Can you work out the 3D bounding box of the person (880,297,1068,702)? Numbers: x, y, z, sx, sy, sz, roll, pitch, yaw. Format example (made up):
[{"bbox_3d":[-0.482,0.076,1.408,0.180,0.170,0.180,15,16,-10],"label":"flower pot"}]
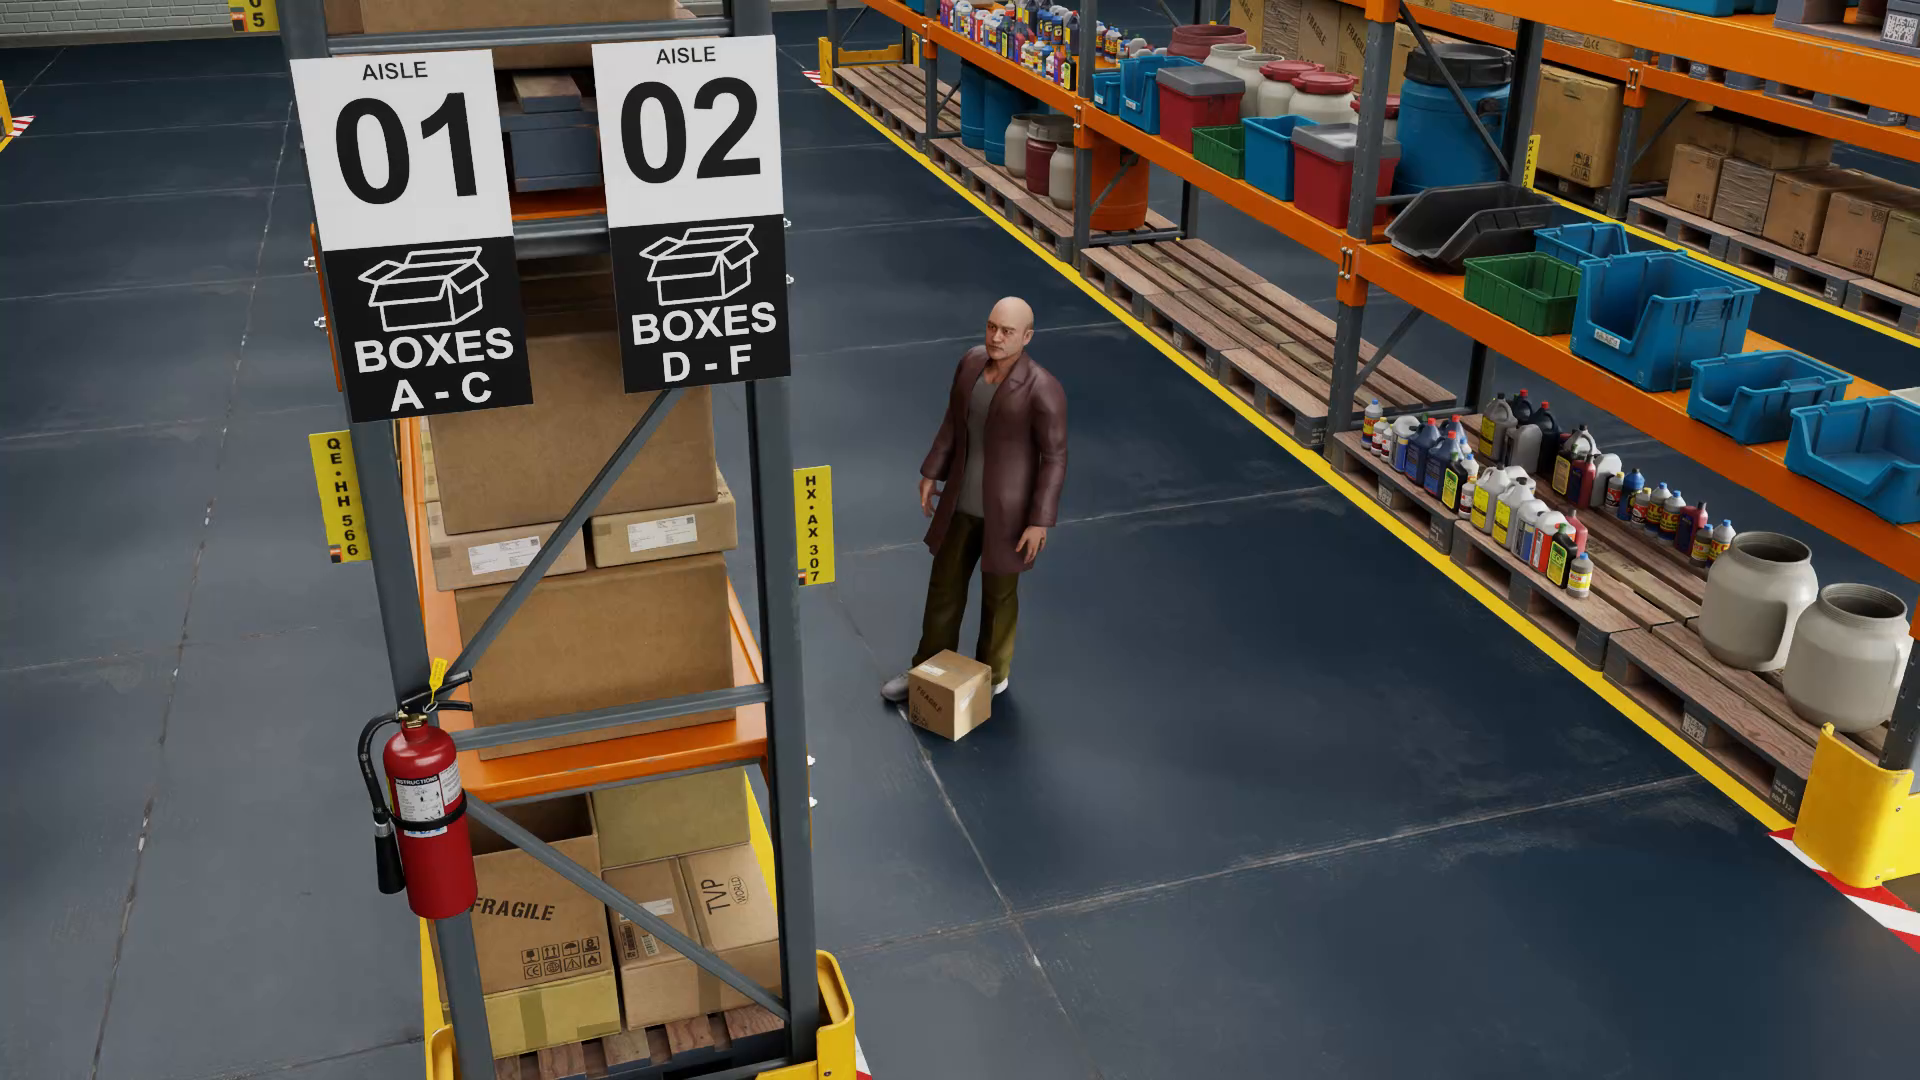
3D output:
[{"bbox_3d":[0.065,-0.113,6.839,0.697,1.776,0.582,20,33,35],"label":"person"}]
